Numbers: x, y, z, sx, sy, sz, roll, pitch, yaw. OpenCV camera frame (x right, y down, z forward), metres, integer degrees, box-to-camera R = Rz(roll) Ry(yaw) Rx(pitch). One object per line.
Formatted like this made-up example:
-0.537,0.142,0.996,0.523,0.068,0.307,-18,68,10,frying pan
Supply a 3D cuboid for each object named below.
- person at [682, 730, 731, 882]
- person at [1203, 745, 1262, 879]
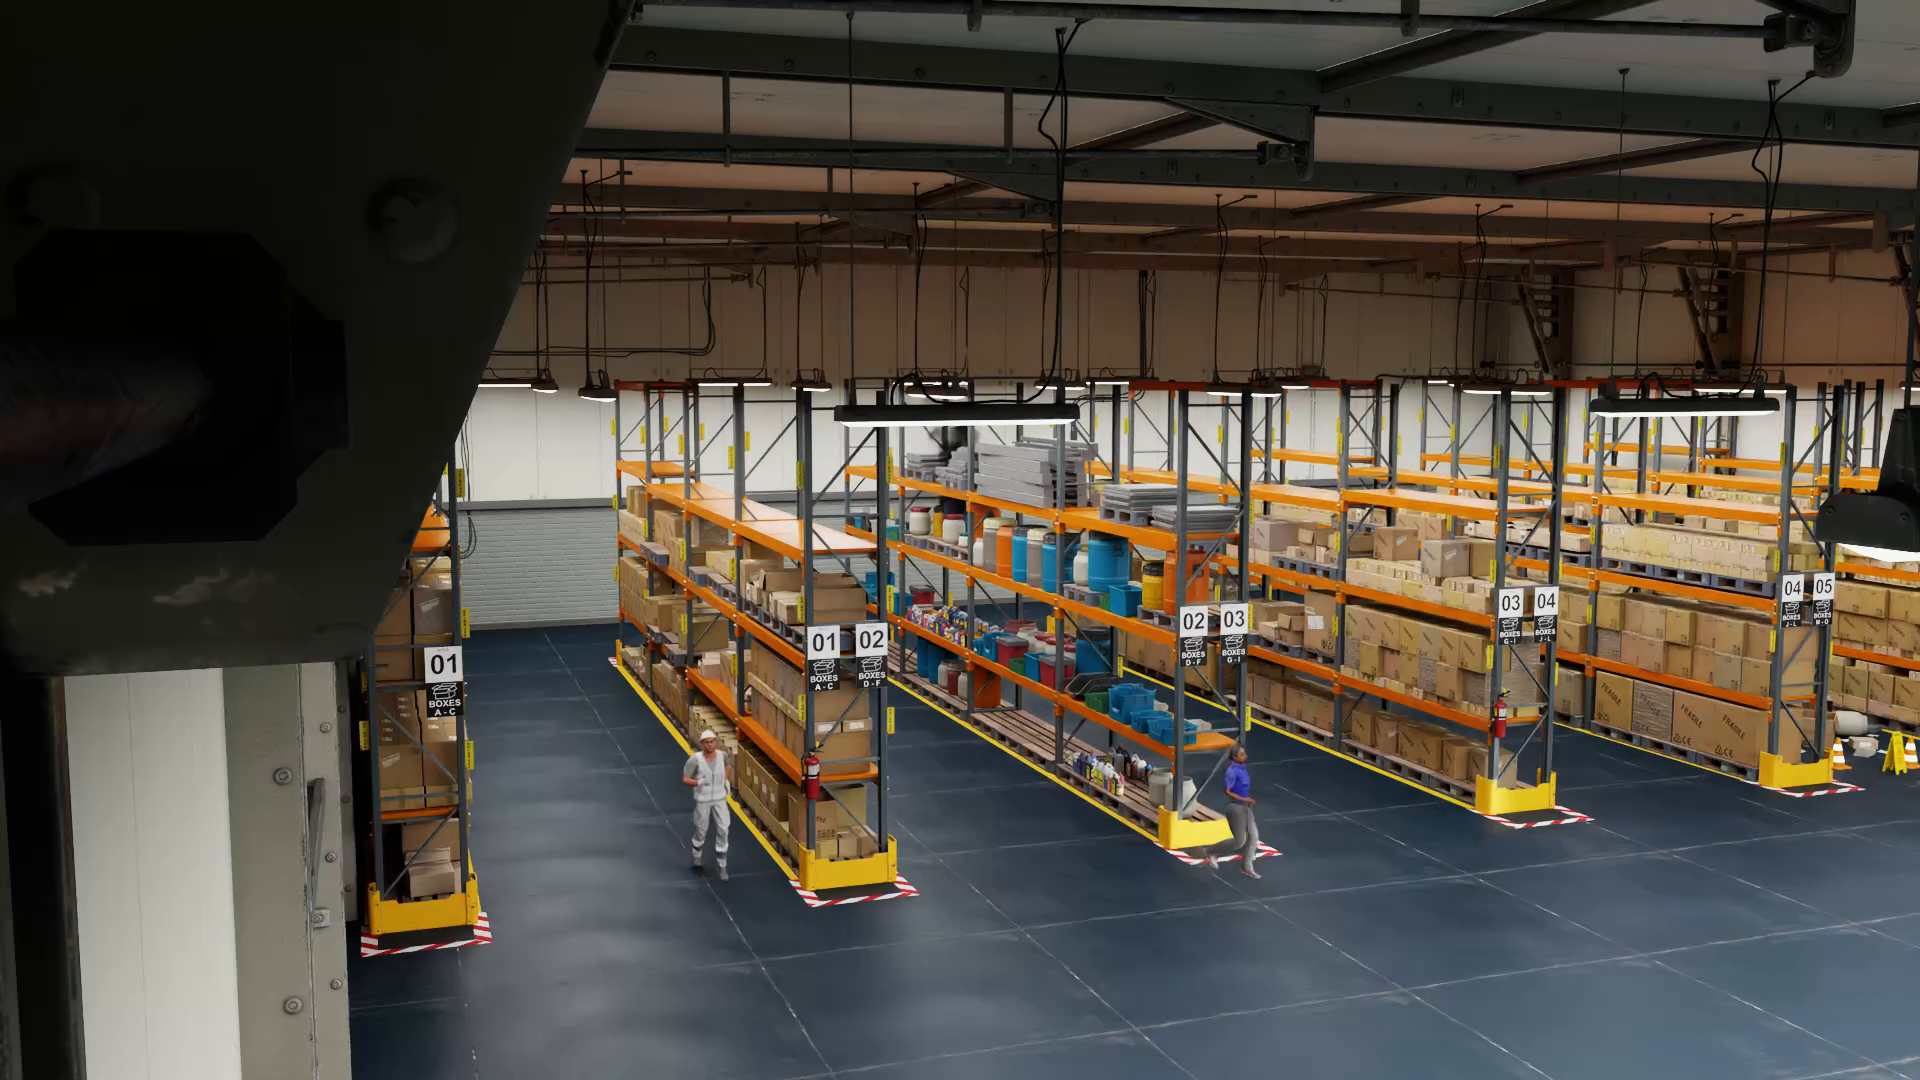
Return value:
-3.123,3.264,20.622,0.648,1.857,0.764,-2,6,-21,person
3.390,3.365,20.596,0.721,1.668,0.584,3,7,24,person
